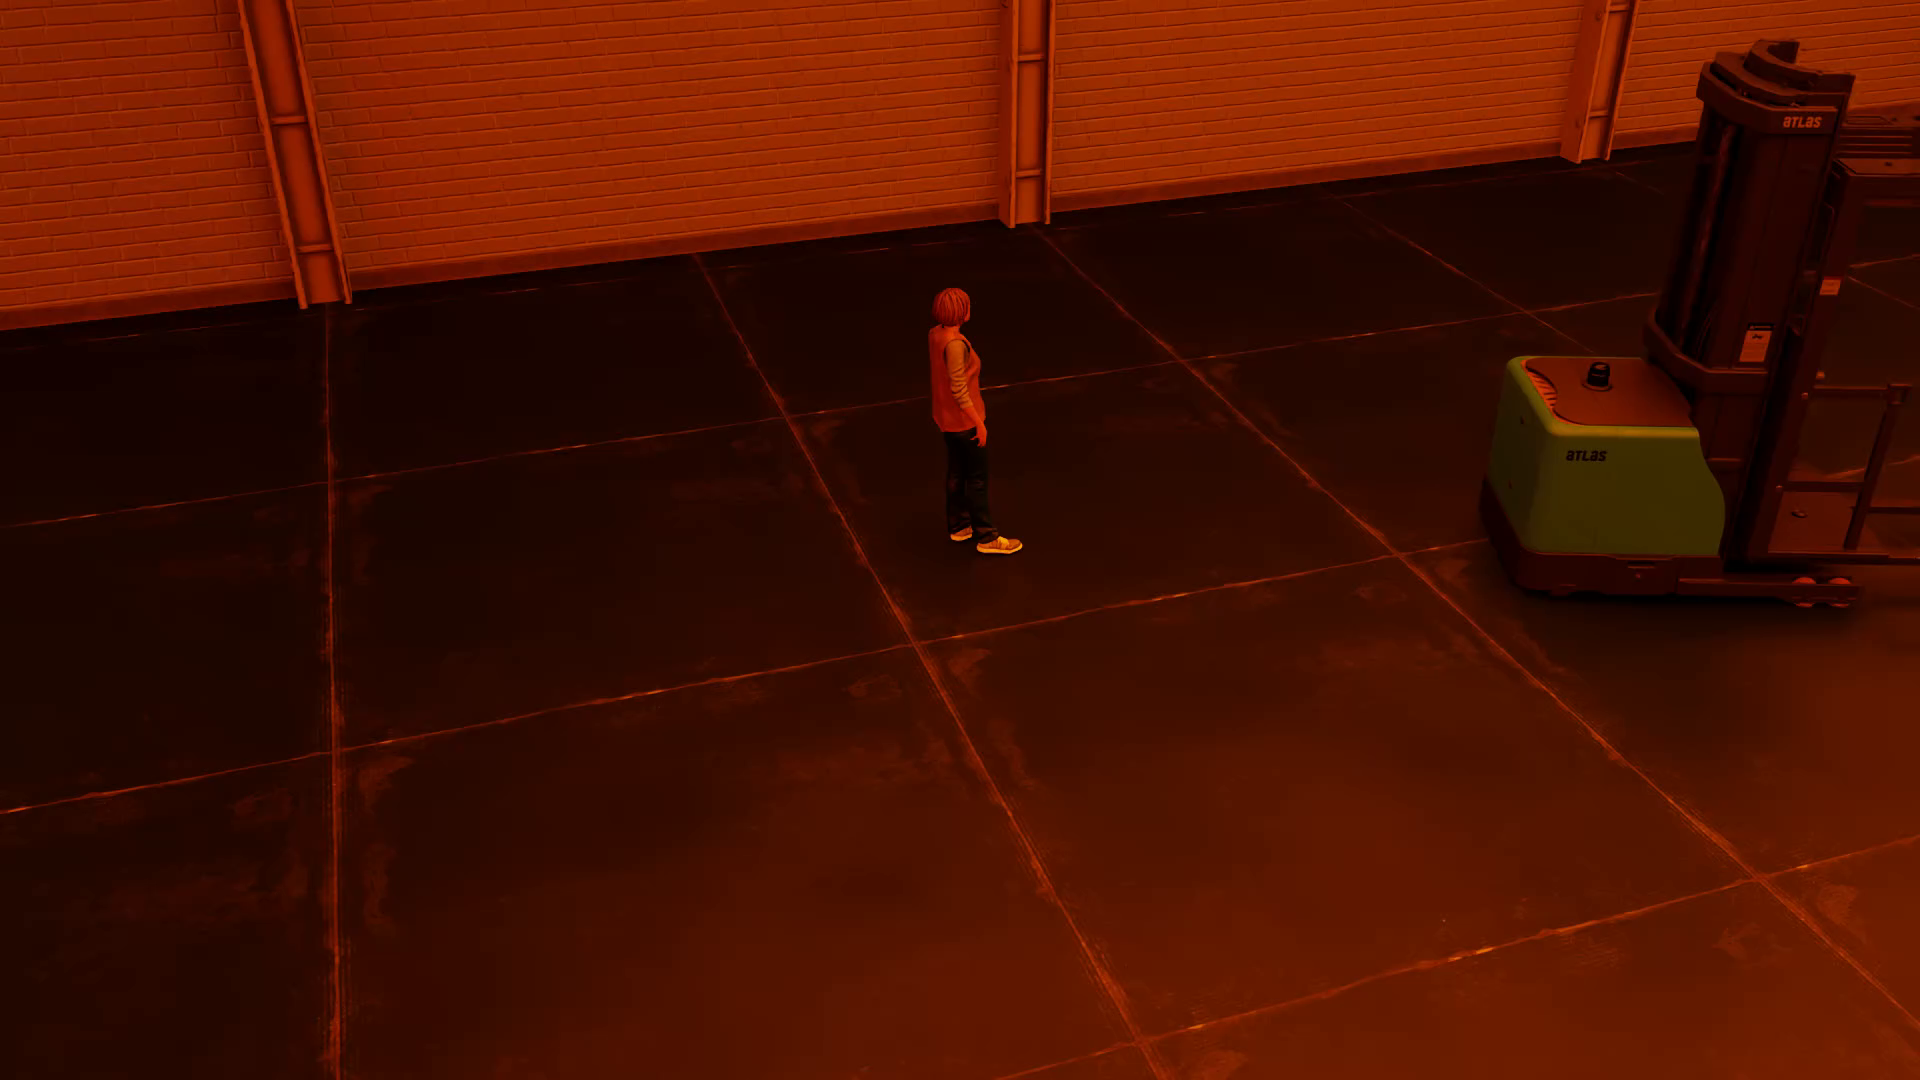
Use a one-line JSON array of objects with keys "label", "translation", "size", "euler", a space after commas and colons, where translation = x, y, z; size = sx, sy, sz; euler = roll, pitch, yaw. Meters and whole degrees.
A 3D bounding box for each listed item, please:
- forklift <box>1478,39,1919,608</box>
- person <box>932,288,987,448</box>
[{"label": "forklift", "translation": [4.683, -1.161, 9.104], "size": [3.031, 2.935, 1.130], "euler": [1, 30, 2]}, {"label": "person", "translation": [-0.021, -0.985, 9.445], "size": [0.256, 0.921, 0.502], "euler": [-10, 31, -16]}]
